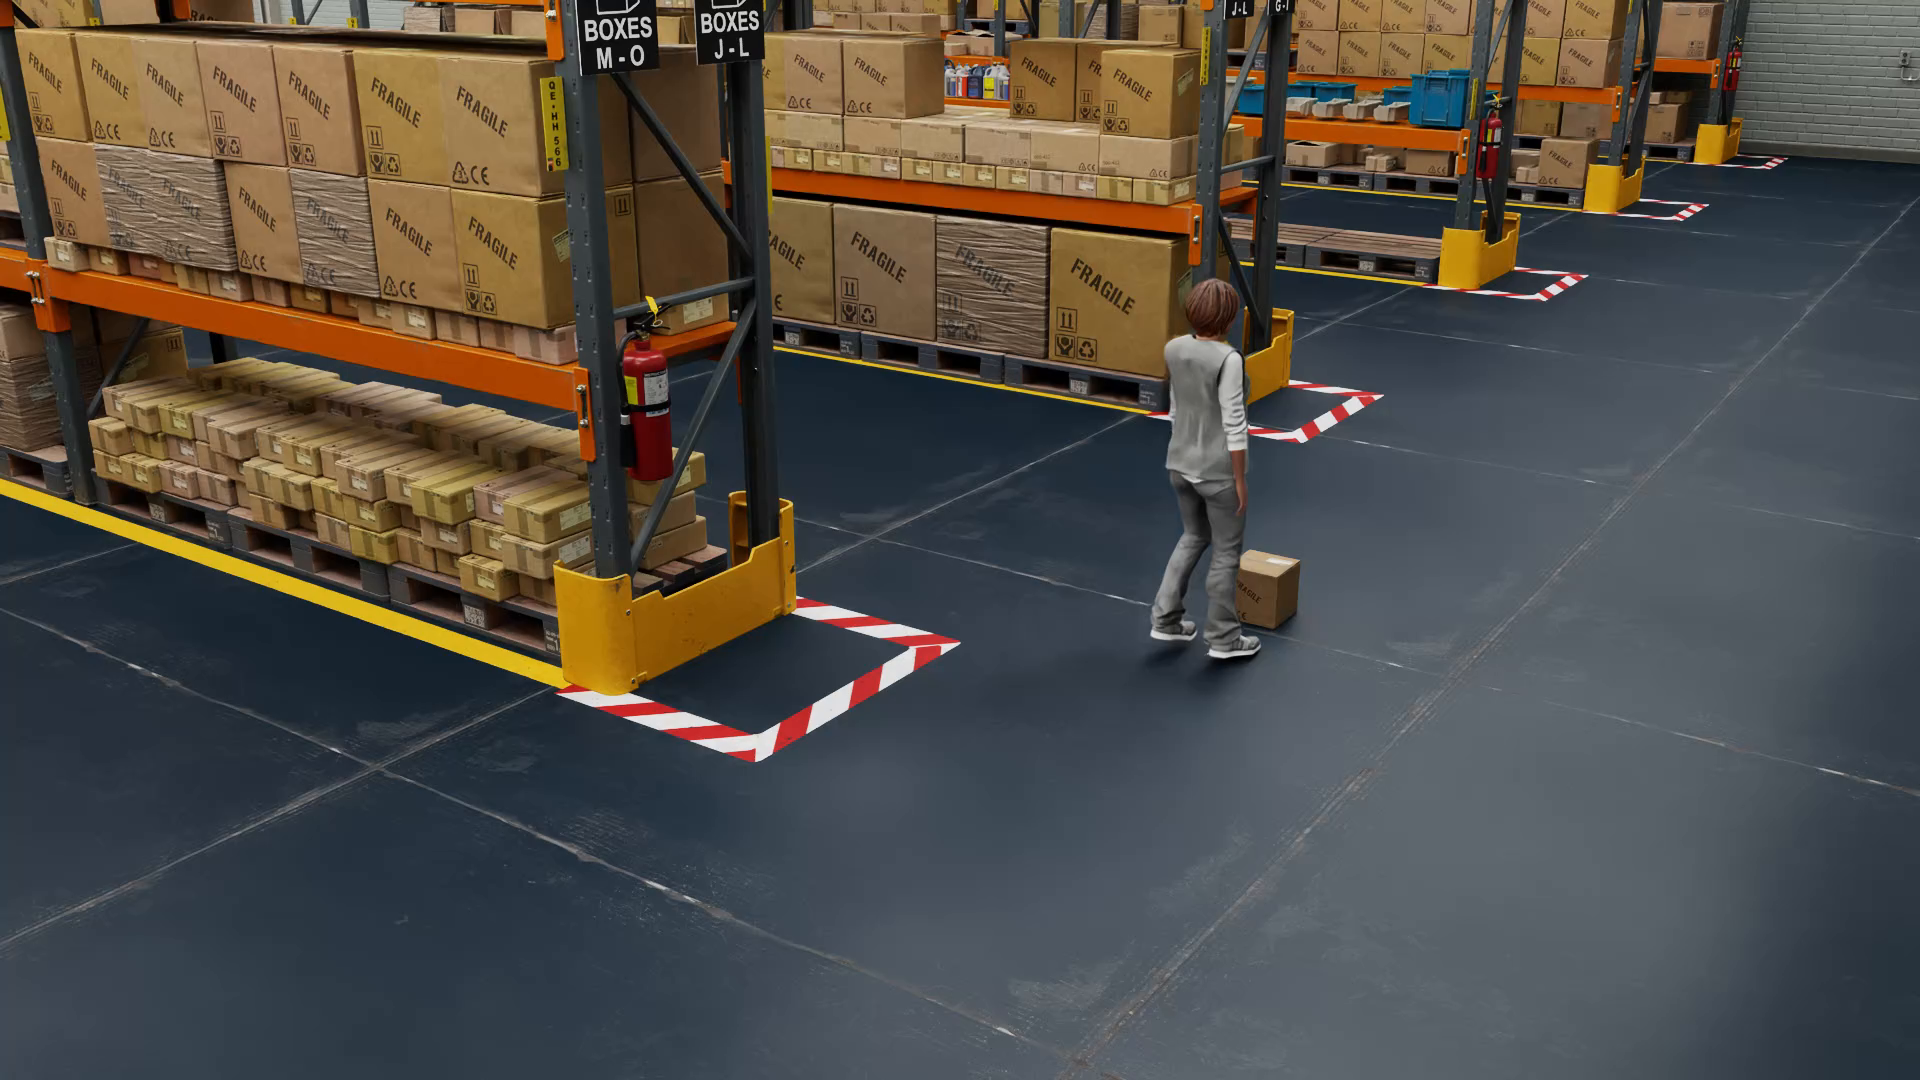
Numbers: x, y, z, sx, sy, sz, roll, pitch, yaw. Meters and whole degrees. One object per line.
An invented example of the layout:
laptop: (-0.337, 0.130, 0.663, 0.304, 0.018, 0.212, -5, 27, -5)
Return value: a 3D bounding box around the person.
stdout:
person: (1.046, -0.281, 6.828, 0.427, 1.595, 0.459, -16, 25, -37)
